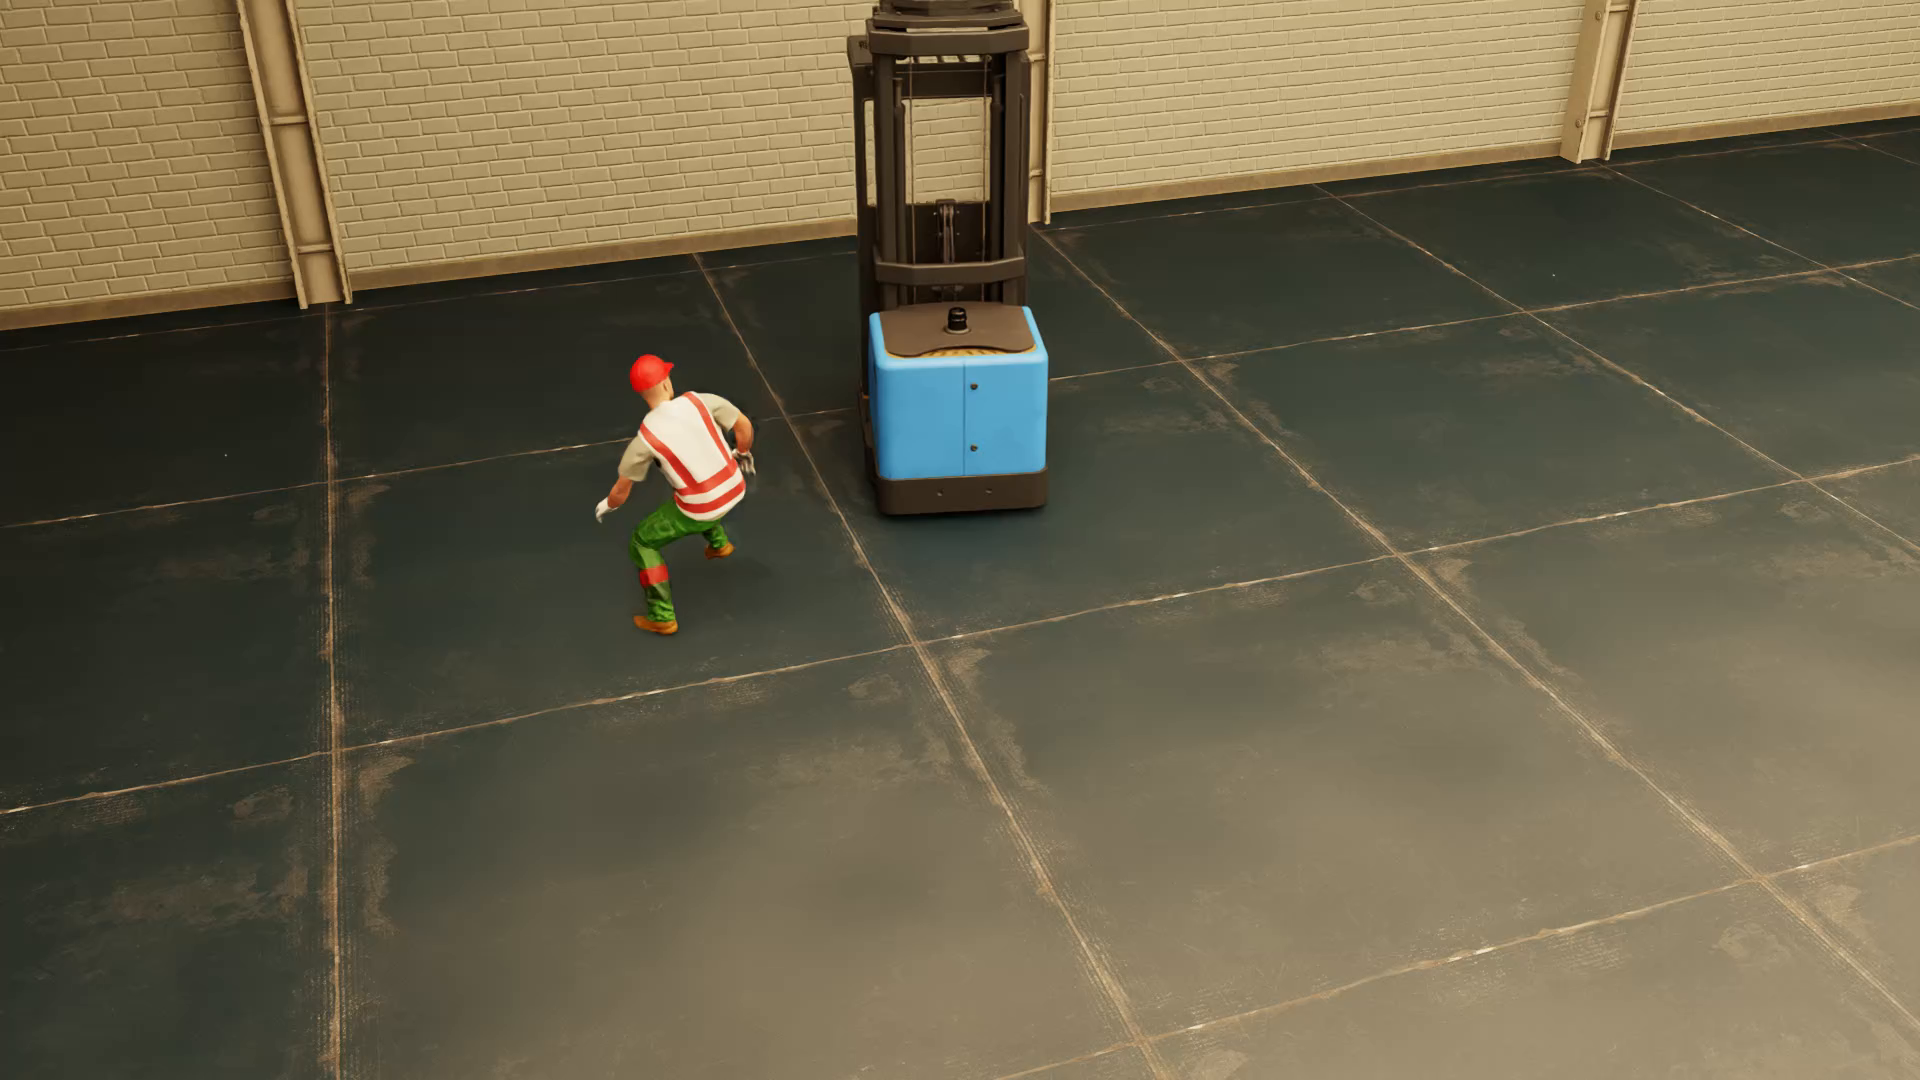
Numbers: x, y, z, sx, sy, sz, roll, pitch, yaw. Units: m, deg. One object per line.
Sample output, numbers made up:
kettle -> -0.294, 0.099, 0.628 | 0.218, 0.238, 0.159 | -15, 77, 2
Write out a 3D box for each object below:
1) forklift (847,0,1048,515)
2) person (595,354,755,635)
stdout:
forklift -> -0.137, -2.135, 10.798 | 1.130, 2.935, 3.031 | -3, 30, -5
person -> -1.523, -0.308, 9.085 | 0.680, 1.538, 0.811 | 24, 38, 35
